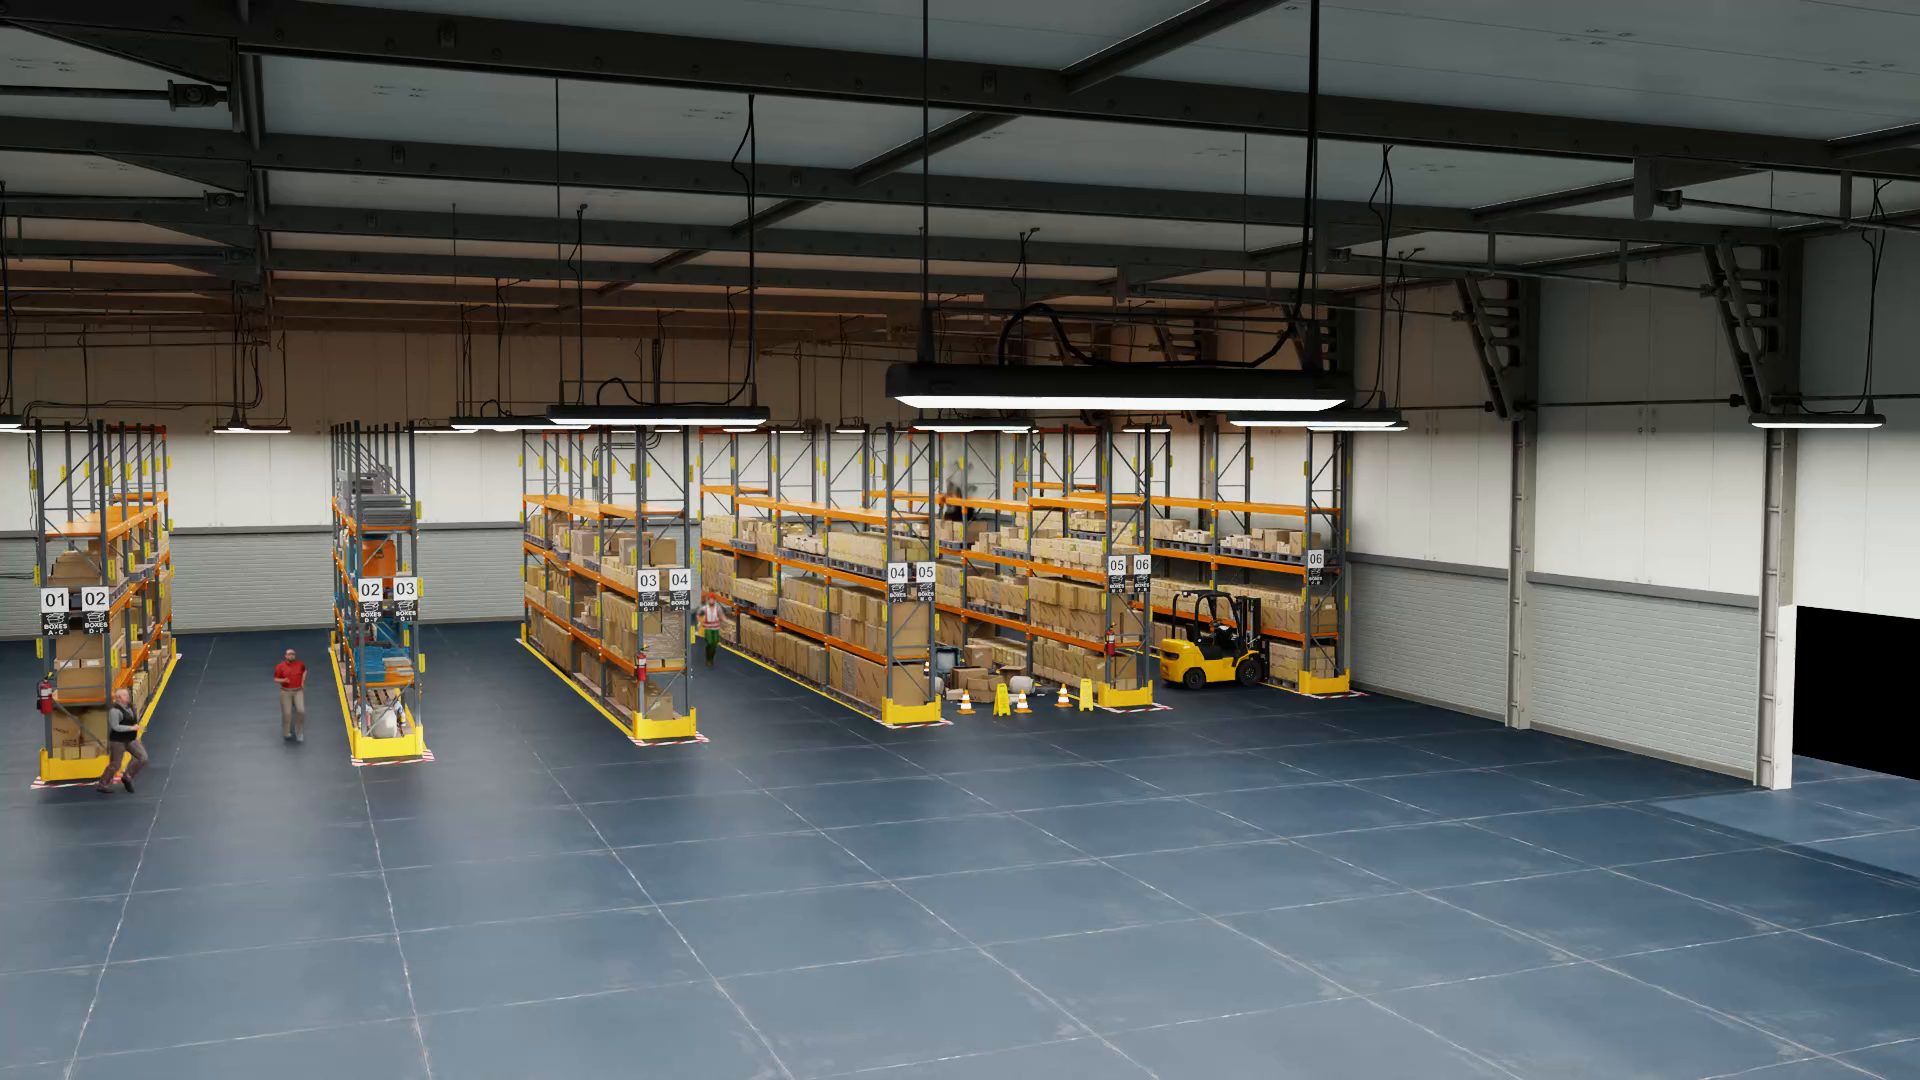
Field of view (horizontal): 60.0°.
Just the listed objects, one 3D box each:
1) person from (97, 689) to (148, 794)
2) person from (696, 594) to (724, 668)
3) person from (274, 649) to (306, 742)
[{"bbox_3d":[-13.302,3.203,26.474,0.843,1.688,0.670,1,4,10],"label":"person"},{"bbox_3d":[-6.168,2.253,41.251,0.641,1.817,0.735,-2,4,-24],"label":"person"},{"bbox_3d":[-12.561,2.924,31.249,0.611,1.776,0.801,-2,4,-31],"label":"person"}]
